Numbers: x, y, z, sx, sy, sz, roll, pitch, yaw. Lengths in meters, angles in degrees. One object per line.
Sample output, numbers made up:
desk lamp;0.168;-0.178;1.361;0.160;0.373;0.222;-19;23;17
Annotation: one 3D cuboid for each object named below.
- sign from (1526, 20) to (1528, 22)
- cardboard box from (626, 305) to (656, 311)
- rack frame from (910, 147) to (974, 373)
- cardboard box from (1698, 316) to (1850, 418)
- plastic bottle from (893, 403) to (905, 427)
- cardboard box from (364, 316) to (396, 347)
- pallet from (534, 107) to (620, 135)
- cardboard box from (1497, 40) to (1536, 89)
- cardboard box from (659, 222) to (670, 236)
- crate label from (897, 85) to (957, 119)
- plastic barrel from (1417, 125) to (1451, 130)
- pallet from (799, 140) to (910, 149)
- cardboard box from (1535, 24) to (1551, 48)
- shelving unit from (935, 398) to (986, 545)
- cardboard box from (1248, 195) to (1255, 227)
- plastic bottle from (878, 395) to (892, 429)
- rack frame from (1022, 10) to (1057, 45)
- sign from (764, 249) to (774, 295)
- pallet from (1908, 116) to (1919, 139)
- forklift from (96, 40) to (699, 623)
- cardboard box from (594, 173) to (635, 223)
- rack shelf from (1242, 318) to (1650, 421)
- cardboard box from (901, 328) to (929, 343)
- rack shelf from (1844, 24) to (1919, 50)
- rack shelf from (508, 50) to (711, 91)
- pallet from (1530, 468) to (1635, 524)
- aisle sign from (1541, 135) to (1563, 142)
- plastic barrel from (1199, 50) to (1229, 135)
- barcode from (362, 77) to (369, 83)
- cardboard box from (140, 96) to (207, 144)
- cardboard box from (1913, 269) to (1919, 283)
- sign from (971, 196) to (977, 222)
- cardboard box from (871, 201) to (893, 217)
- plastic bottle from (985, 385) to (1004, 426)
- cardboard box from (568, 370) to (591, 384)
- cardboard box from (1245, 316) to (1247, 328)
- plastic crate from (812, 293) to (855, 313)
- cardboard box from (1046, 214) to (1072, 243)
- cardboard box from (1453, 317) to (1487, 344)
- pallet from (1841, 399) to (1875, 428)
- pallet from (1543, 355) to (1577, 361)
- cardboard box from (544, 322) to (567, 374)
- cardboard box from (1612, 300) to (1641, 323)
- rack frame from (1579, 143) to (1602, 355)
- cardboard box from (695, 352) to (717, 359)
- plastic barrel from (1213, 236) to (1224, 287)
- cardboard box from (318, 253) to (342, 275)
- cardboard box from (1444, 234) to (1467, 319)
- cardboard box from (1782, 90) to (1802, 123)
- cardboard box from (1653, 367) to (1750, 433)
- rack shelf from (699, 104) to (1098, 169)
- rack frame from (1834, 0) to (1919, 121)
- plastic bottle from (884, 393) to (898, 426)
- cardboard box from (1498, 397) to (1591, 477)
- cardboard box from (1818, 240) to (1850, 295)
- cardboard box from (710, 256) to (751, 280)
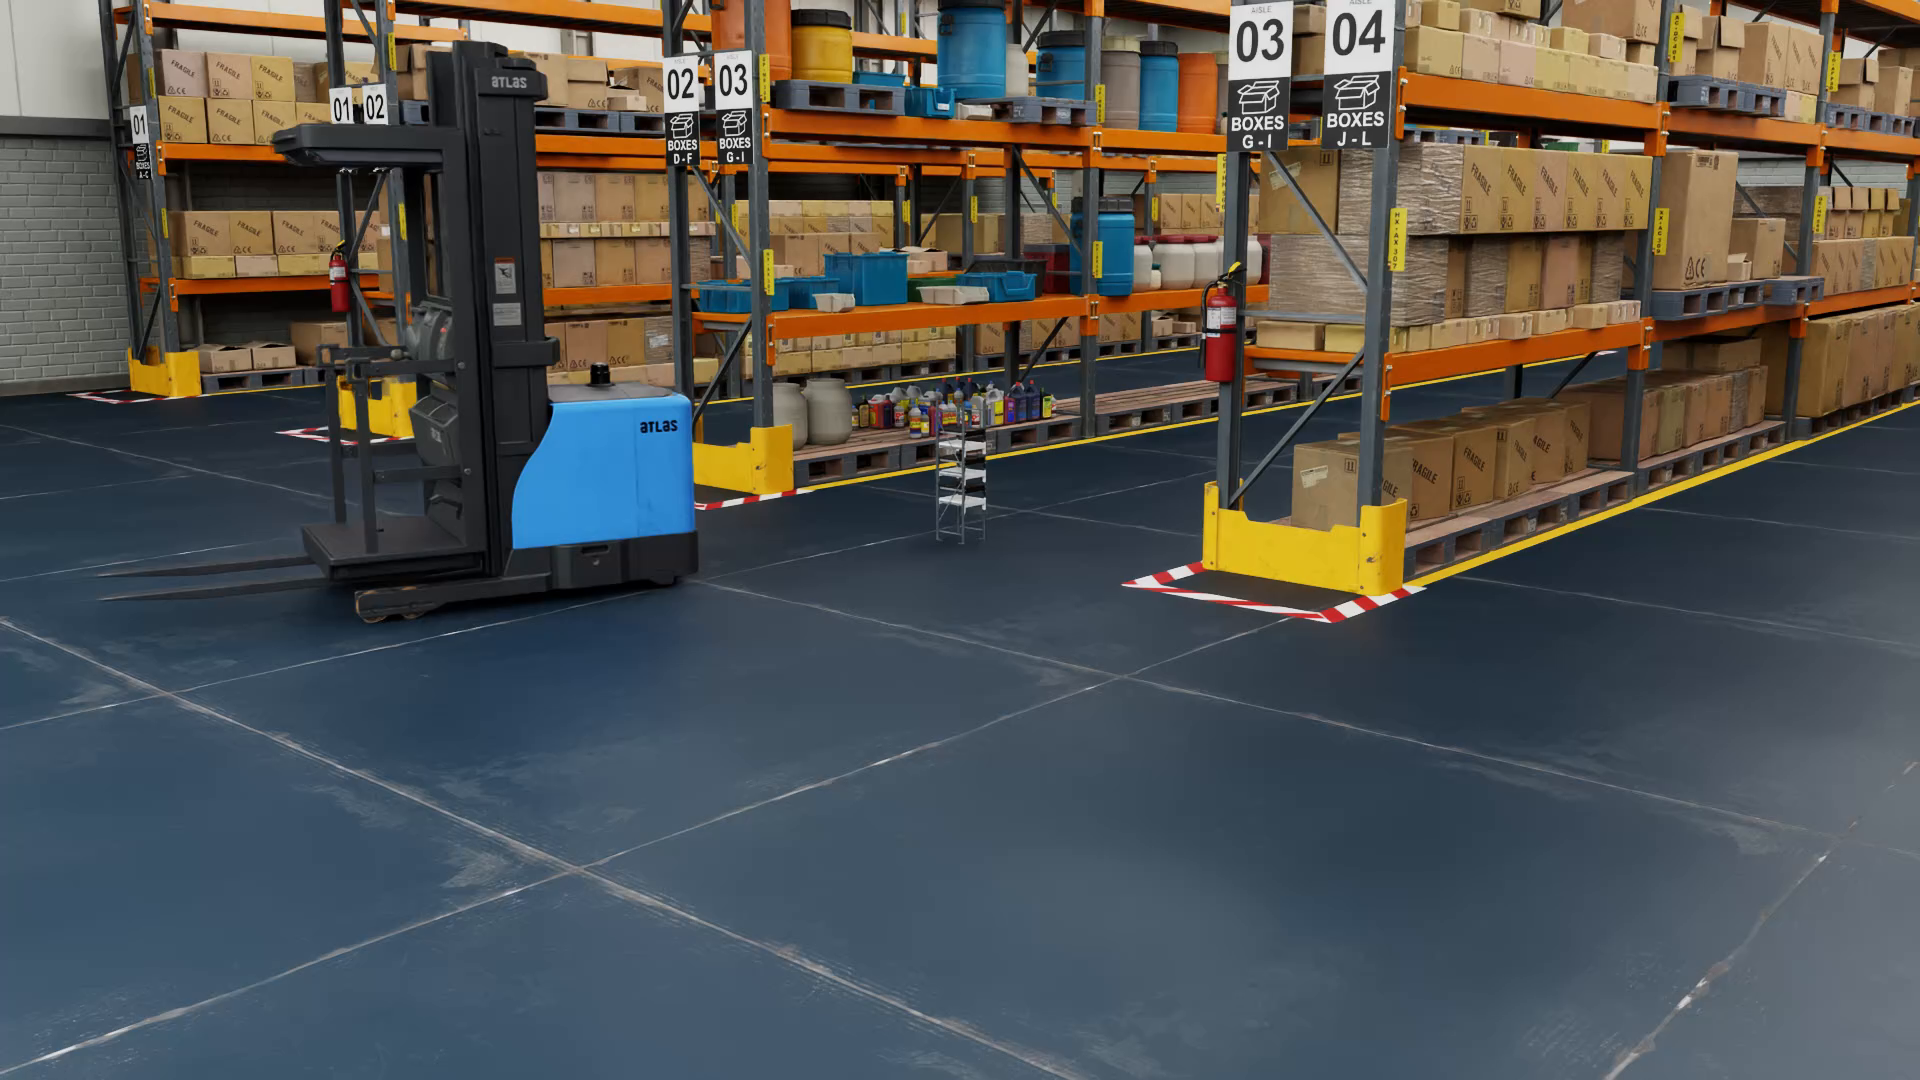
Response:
sign;4.139;-3.823;12.211;0.100;0.325;0.005;10;15;40
cardboard box;-4.827;-3.161;24.136;0.700;0.500;0.500;10;15;40
rack frame;-0.240;-3.704;21.599;1.000;3.000;0.127;10;15;40
cardboard box;7.670;-1.686;15.846;1.225;0.875;0.875;9;14;38
plastic bottle;-0.535;-1.097;14.568;0.097;0.201;0.097;0;11;0
cardboard box;-7.259;-2.588;21.268;0.500;0.500;0.500;8;14;36
pallet;-4.229;-4.236;16.828;1.003;0.211;1.213;10;15;40
cardboard box;3.096;-2.830;9.946;0.500;0.250;0.500;10;15;40
cardboard box;-3.234;-3.340;17.865;0.380;0.149;0.250;9;15;39
crate label;-0.319;-3.517;13.383;0.502;0.251;0.408;10;15;40
plastic barrel;5.669;-5.260;20.179;0.600;0.588;0.600;0;11;0
pallet;-1.357;-4.806;19.940;1.003;0.211;1.213;11;16;43
cardboard box;3.451;-3.119;10.377;0.380;0.149;0.250;9;14;38
shelving unit;0.005;-0.442;10.629;0.258;0.900;0.210;10;15;40
cardboard box;4.282;-5.168;26.121;0.500;0.500;0.500;10;15;42
plastic bottle;-0.652;-1.117;14.456;0.061;0.283;0.133;10;15;40
rack frame;1.318;-8.463;30.108;1.000;3.000;0.127;10;15;40
sign;-1.392;-1.950;12.111;0.100;0.325;0.005;10;15;40
pallet;10.387;-4.558;18.441;1.003;0.211;1.213;10;15;40
forklift;-3.026;-1.128;8.875;3.031;2.935;1.130;-6;13;-28
cardboard box;-3.832;-3.587;17.443;0.700;0.500;0.500;10;15;40
rack shelf;3.238;-1.187;10.835;1.077;0.370;4.000;10;15;40
cardboard box;-0.739;-2.651;20.840;0.500;0.311;0.500;9;15;39
rack shelf;11.160;-5.699;19.126;1.077;0.370;4.000;10;15;40
rack shelf;-5.284;-6.443;22.852;1.077;0.370;4.000;10;15;40
pallet;4.142;-0.364;11.993;1.003;0.211;1.213;10;15;40
aisle sign;8.584;-5.564;24.274;0.394;0.787;0.004;10;15;40
plastic barrel;2.773;-4.687;17.583;0.600;0.901;0.600;0;11;0
barcode;-5.684;-4.390;15.890;0.001;0.075;0.075;10;15;40
cardboard box;-8.836;-4.714;18.689;0.500;0.500;0.500;10;15;42
cardboard box;10.285;-2.889;18.157;0.380;0.149;0.250;10;15;40
sign;0.179;-4.201;21.129;0.100;0.325;0.005;10;15;40
cardboard box;-1.439;-5.403;27.126;0.500;0.250;0.500;10;15;42
plastic bottle;0.290;-1.184;14.620;0.144;0.351;0.185;10;15;40
cardboard box;-4.008;-1.655;17.289;0.500;0.250;0.500;10;15;40
cardboard box;4.218;-3.501;26.478;0.500;0.250;0.500;10;15;40
plastic crate;-0.970;-1.847;12.974;0.298;0.136;0.250;10;15;40
cardboard box;1.281;-4.280;23.153;0.700;0.500;0.500;6;13;26
cardboard box;2.961;-1.278;10.094;0.380;0.149;0.250;10;15;40
pallet;8.582;-1.340;16.883;1.003;0.211;1.213;10;15;40
pallet;8.186;-2.757;23.974;1.003;0.211;1.213;10;15;40
cardboard box;-4.351;-1.952;16.858;0.500;0.500;0.500;10;15;40
cardboard box;4.638;-1.642;11.913;0.380;0.149;0.250;10;15;40
rack frame;8.759;-4.240;24.283;1.000;3.000;0.127;10;15;40
cardboard box;-2.824;-2.072;19.374;0.500;0.250;0.500;10;15;40
plastic barrel;2.682;-2.877;17.173;0.421;0.512;0.421;0;11;0
cardboard box;-7.675;-3.361;20.211;0.500;0.250;0.500;10;15;41
cardboard box;2.542;-1.607;10.085;0.875;0.500;0.500;10;15;40
cardboard box;6.752;-3.644;14.021;0.500;0.250;0.500;10;15;40
cardboard box;6.415;-1.228;14.462;0.700;0.500;0.500;8;14;36
rack shelf;-0.482;-3.299;13.747;1.077;0.370;4.000;10;15;40
rack frame;9.840;-5.953;17.543;1.000;3.000;0.127;10;15;40
plastic bottle;-0.641;-1.147;14.627;0.152;0.276;0.135;9;15;39
cardboard box;4.265;-0.761;12.172;0.500;0.500;0.500;9;15;39
cardboard box;8.063;-2.584;15.737;0.500;0.500;0.500;9;15;39
cardboard box;-2.588;-3.120;19.058;0.500;0.250;0.500;11;16;44
